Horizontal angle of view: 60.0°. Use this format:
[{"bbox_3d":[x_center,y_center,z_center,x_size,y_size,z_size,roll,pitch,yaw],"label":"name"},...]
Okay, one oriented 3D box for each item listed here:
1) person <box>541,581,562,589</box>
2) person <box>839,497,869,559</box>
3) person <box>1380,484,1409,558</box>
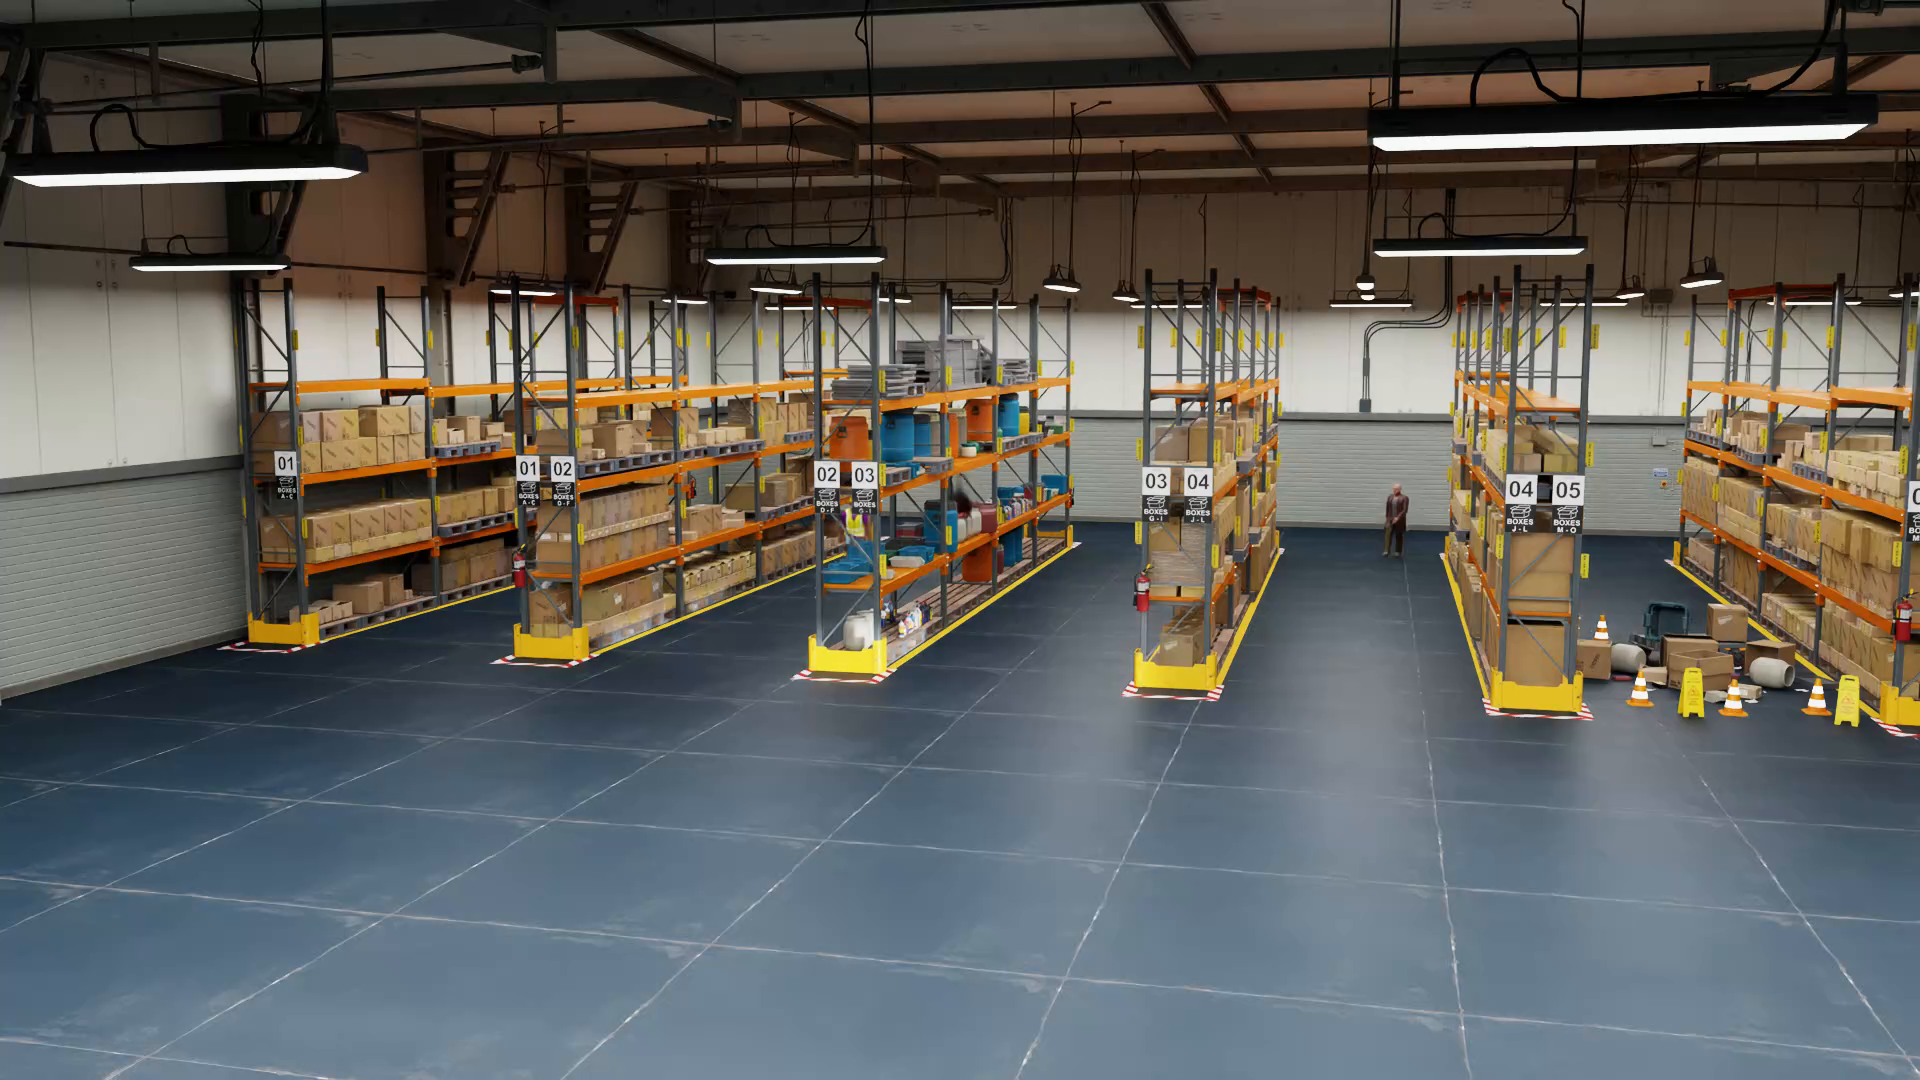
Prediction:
[{"bbox_3d":[-7.696,0.315,31.684,0.669,1.776,0.510,-6,9,-41],"label":"person"},{"bbox_3d":[-2.258,-0.111,35.236,0.646,1.656,0.975,0,7,3],"label":"person"},{"bbox_3d":[9.948,-0.436,38.040,0.603,1.716,1.161,4,8,28],"label":"person"}]
